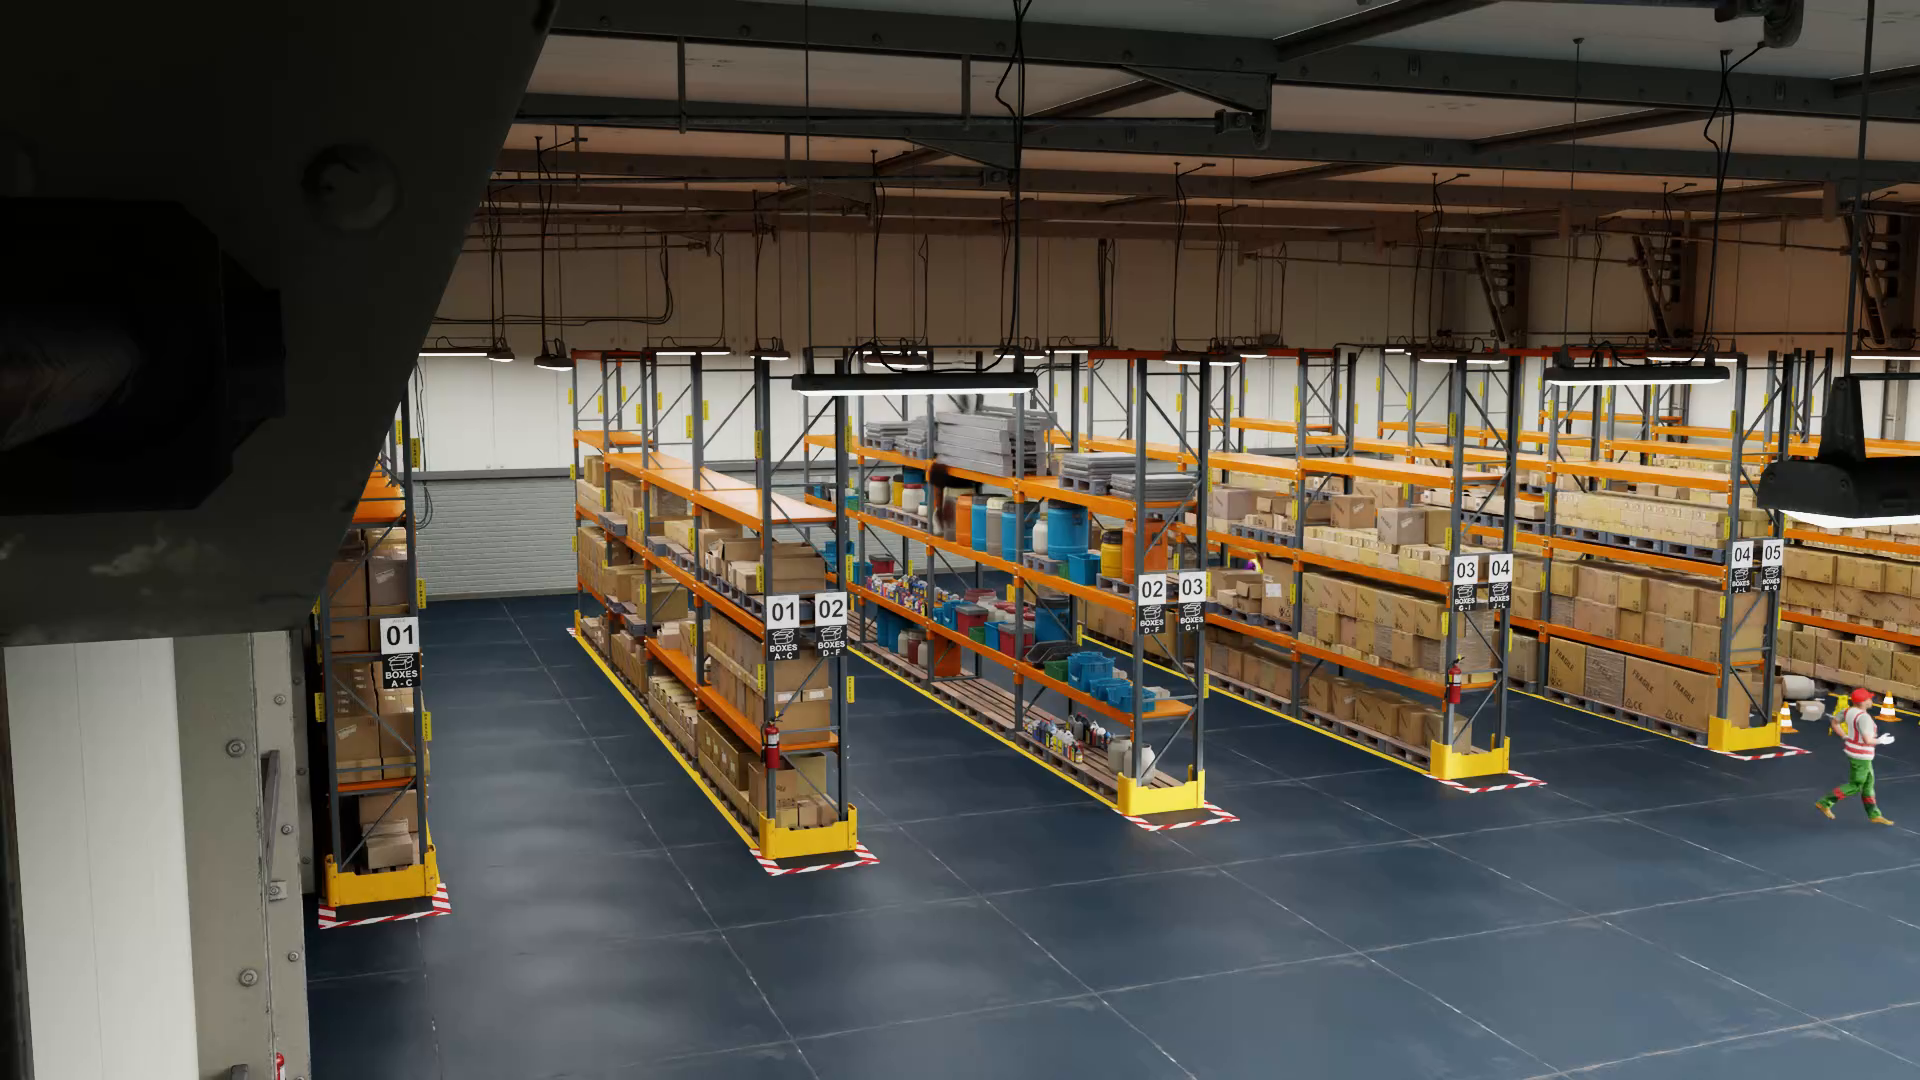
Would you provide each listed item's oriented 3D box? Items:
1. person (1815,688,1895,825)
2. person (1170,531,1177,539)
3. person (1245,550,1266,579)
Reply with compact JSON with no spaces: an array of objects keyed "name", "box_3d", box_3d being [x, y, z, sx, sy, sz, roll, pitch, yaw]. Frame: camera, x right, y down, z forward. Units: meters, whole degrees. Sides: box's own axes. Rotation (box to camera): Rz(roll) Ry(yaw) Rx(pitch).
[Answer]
[{"name":"person","box_3d":[11.512,2.780,21.311,0.987,1.786,0.656,1,7,10]},{"name":"person","box_3d":[5.162,0.496,40.560,0.551,1.584,0.812,5,9,34]},{"name":"person","box_3d":[6.378,1.018,35.742,0.729,1.787,1.006,-4,8,-27]}]
